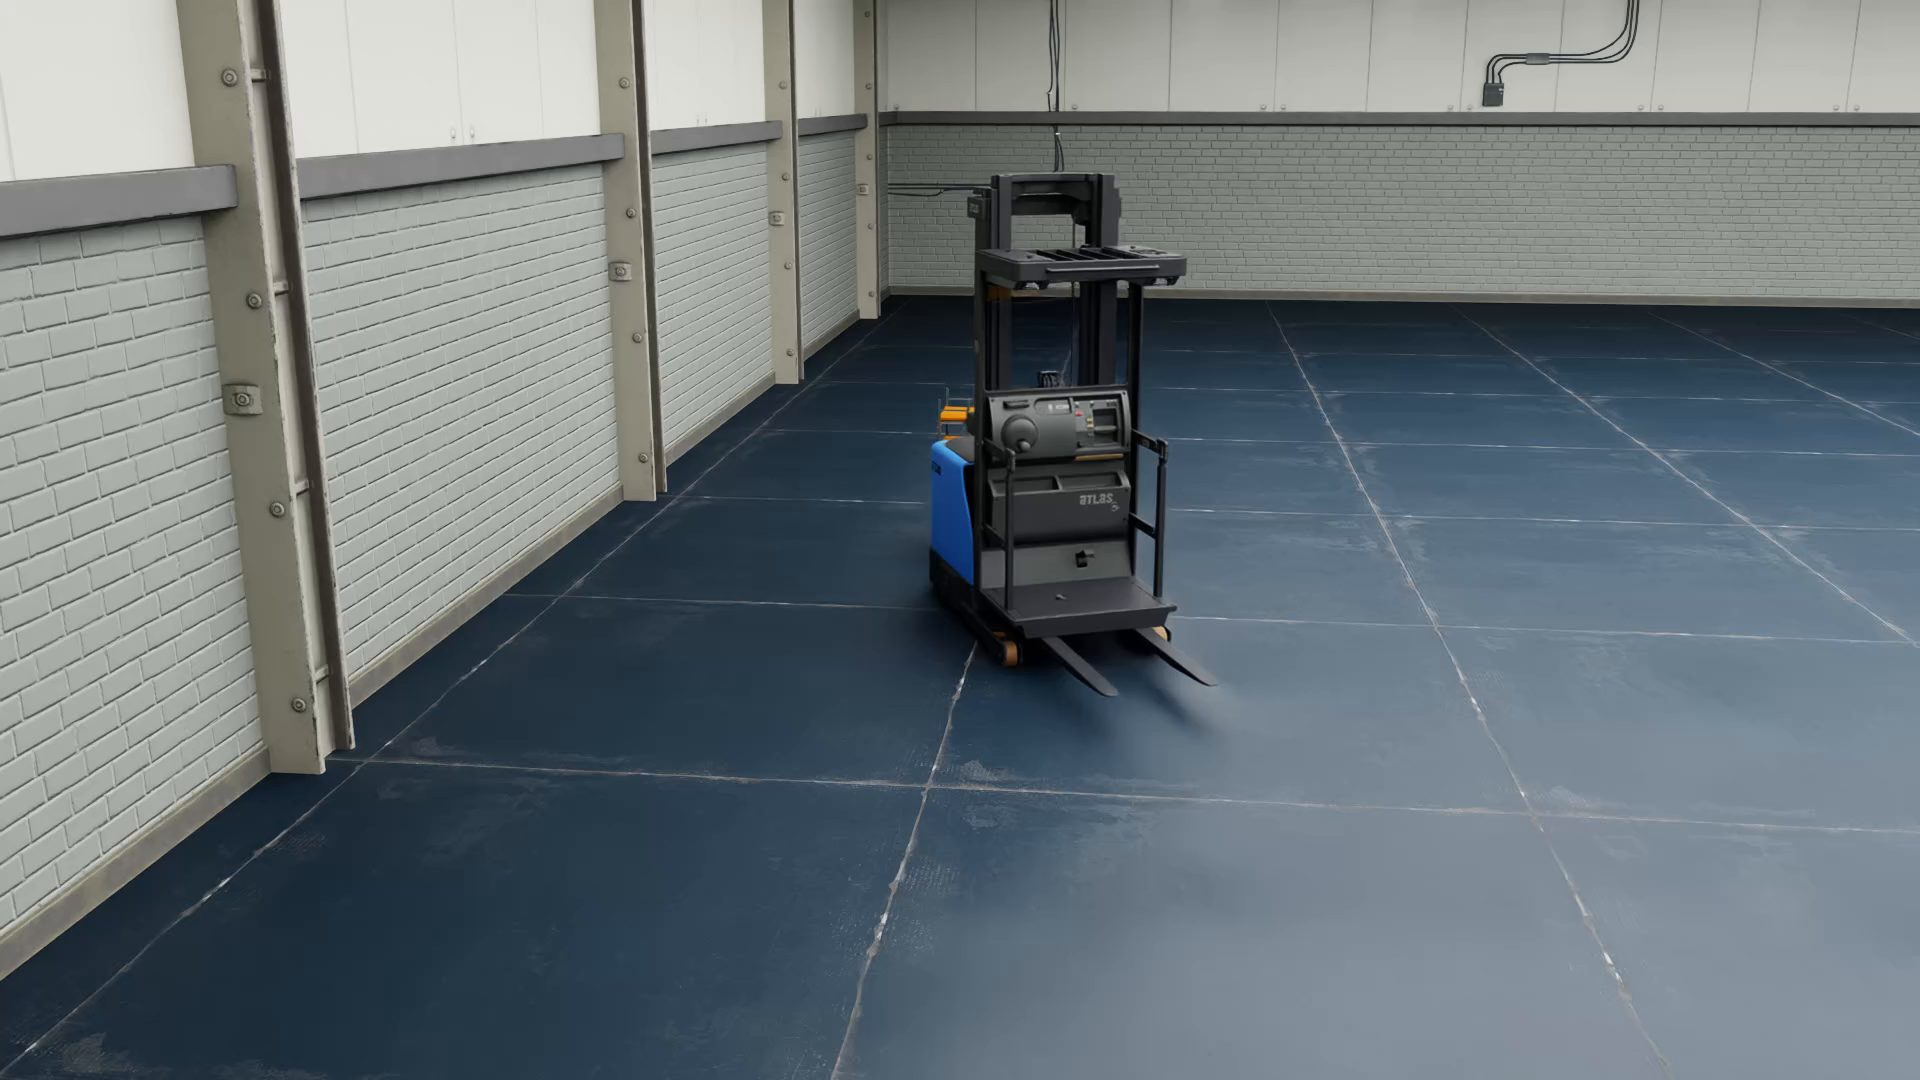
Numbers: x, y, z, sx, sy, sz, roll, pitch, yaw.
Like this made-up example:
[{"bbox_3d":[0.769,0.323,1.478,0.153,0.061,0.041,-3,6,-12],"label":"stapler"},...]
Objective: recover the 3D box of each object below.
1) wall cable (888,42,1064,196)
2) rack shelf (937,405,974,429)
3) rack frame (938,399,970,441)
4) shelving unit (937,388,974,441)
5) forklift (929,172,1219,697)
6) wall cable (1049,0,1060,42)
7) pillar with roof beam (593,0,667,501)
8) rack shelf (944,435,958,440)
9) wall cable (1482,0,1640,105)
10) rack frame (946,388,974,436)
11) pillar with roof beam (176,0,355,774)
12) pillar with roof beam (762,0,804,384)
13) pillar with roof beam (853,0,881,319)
[{"bbox_3d":[0.221,-7.075,28.036,3.097,2.526,0.112,2,15,6],"label":"wall cable"},{"bbox_3d":[-0.019,-0.916,12.744,0.258,0.148,0.480,2,15,6],"label":"rack shelf"},{"bbox_3d":[-0.046,-0.473,12.613,0.240,1.200,0.015,2,15,6],"label":"rack frame"},{"bbox_3d":[-0.019,-0.536,12.847,0.258,1.200,0.503,2,15,6],"label":"shelving unit"},{"bbox_3d":[0.695,-0.744,10.297,1.130,2.935,3.031,-4,16,-16],"label":"forklift"},{"bbox_3d":[2.909,-9.433,27.082,3.097,2.526,0.112,2,15,6],"label":"wall cable"},{"bbox_3d":[1.498,-4.610,12.970,9.100,9.000,0.400,2,15,6],"label":"pillar with roof beam"},{"bbox_3d":[-0.019,-0.687,12.806,0.258,0.148,0.480,2,15,6],"label":"rack shelf"},{"bbox_3d":[9.652,-9.932,26.137,2.305,6.003,0.169,2,15,6],"label":"wall cable"},{"bbox_3d":[0.009,-0.600,13.081,0.240,1.200,0.015,2,15,6],"label":"rack frame"},{"bbox_3d":[0.821,-3.053,7.215,9.100,9.000,0.400,2,15,6],"label":"pillar with roof beam"},{"bbox_3d":[2.175,-6.166,18.725,9.100,9.000,0.400,2,15,6],"label":"pillar with roof beam"},{"bbox_3d":[2.852,-7.722,24.480,9.100,9.000,0.400,2,15,6],"label":"pillar with roof beam"}]
